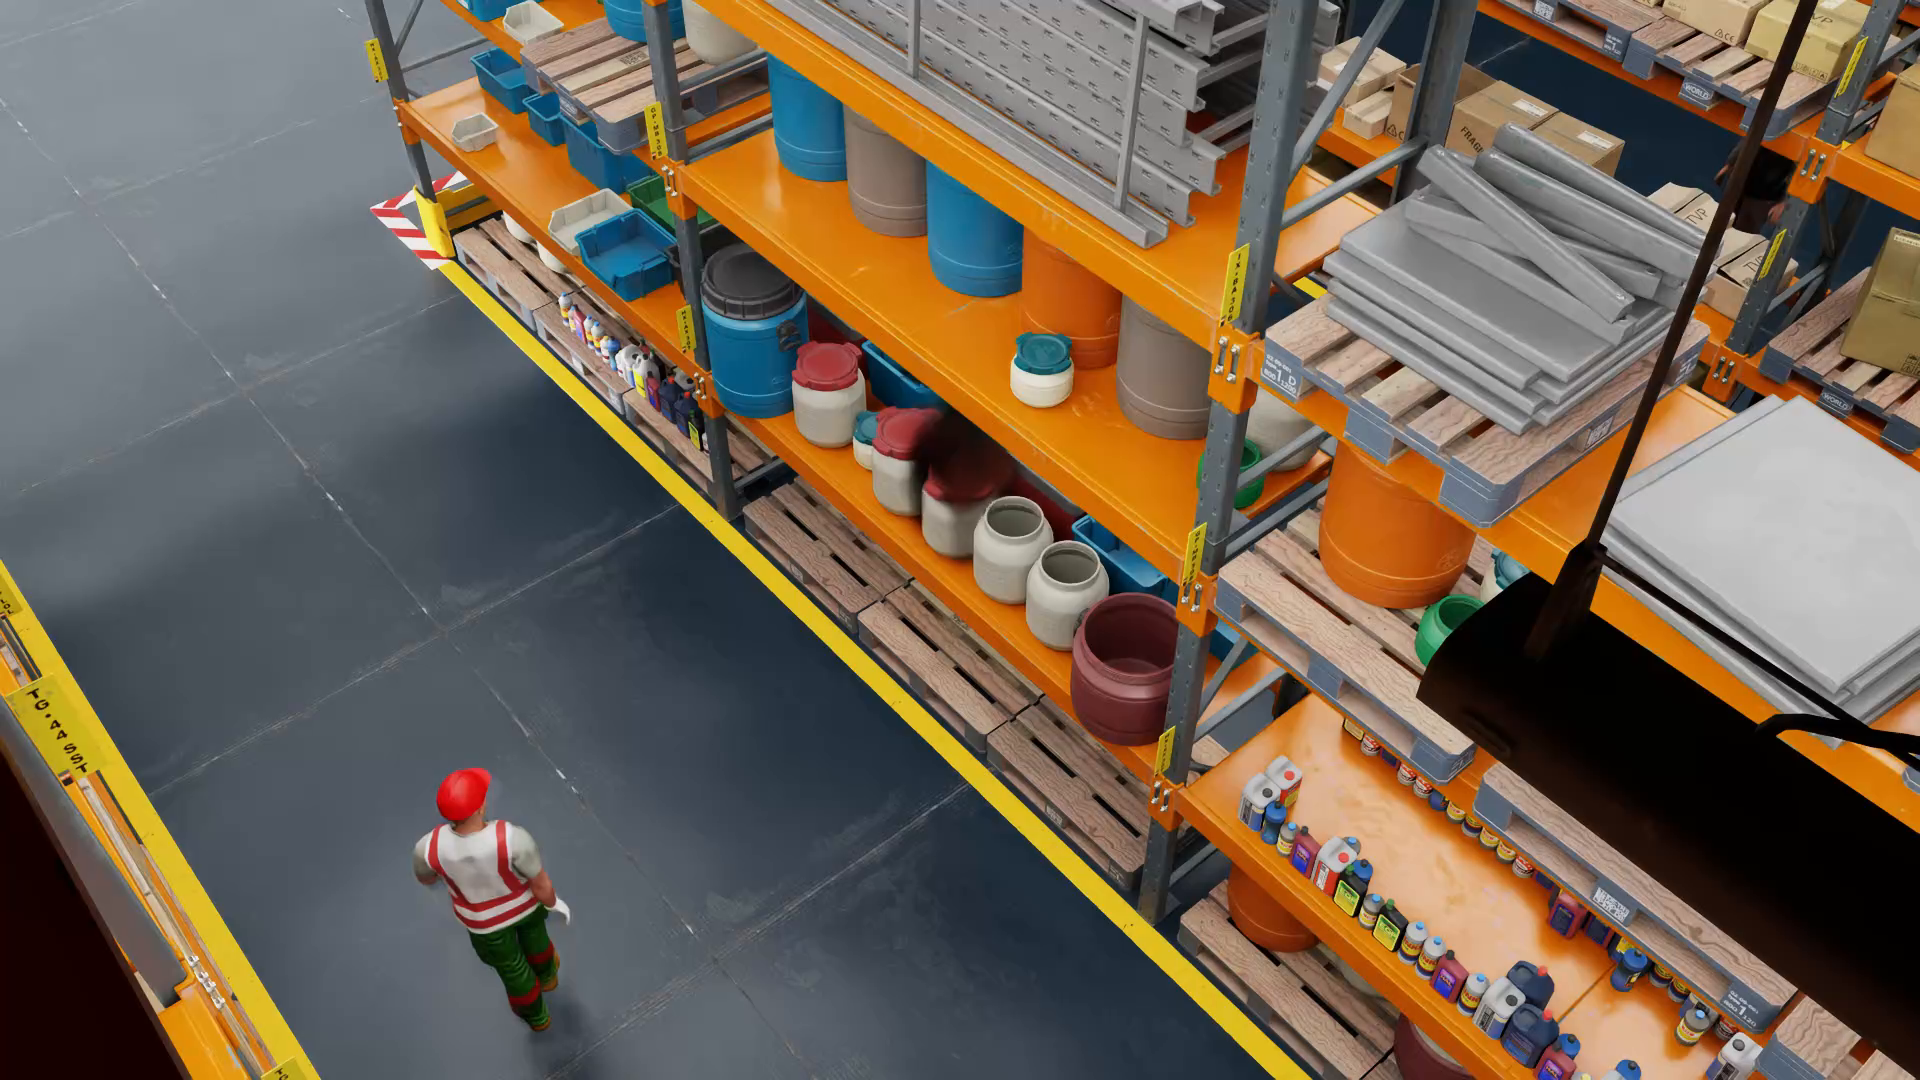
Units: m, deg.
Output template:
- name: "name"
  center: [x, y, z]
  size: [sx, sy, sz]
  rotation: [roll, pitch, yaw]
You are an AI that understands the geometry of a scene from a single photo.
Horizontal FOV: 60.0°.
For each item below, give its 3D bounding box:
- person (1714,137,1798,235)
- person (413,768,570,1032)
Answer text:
- name: "person"
  center: [5.866, -2.571, 12.273]
  size: [0.421, 1.772, 0.604]
  rotation: [-1, 47, -1]
- name: "person"
  center: [-2.201, 1.652, 7.817]
  size: [0.563, 1.818, 0.597]
  rotation: [-24, 51, -21]
